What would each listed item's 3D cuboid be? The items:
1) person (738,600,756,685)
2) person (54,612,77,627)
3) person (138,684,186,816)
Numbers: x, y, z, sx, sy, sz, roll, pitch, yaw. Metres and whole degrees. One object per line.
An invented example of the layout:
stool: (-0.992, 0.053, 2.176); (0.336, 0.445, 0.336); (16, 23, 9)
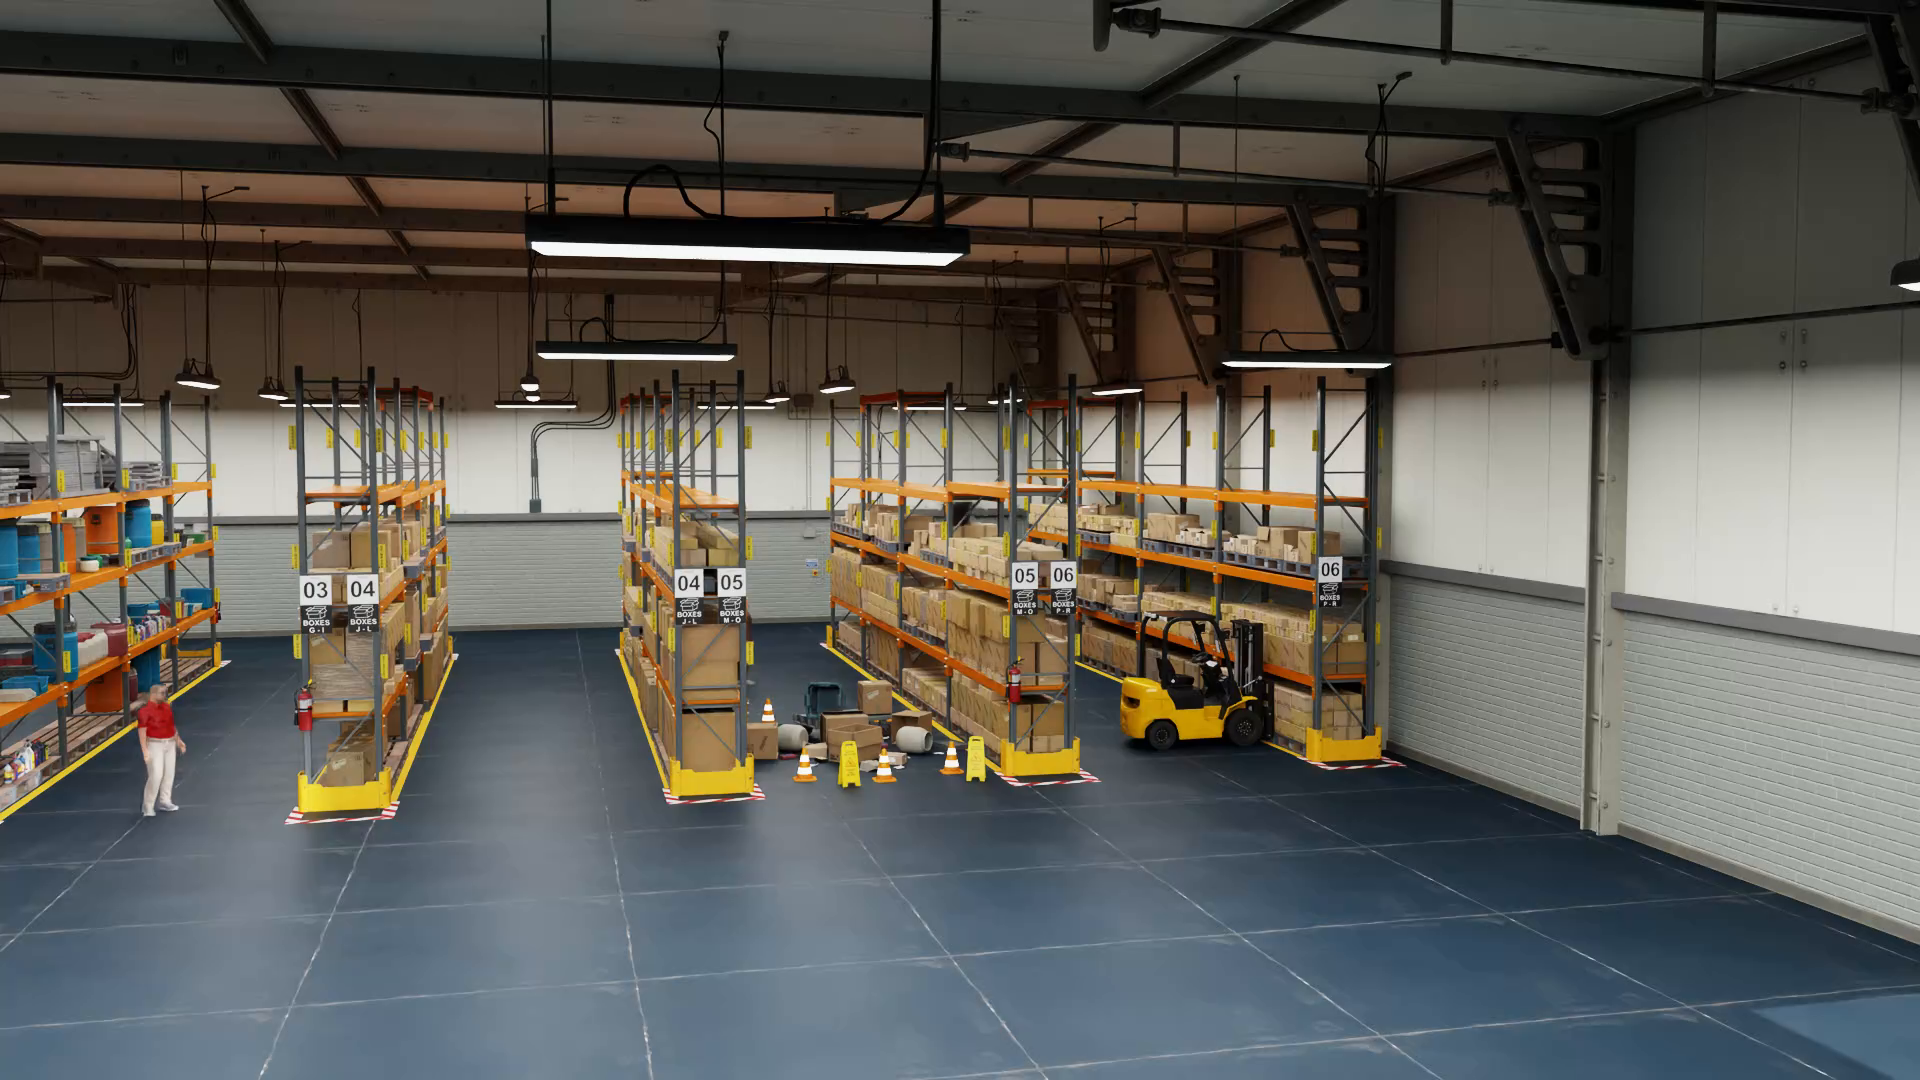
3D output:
person: (-4.467, 2.071, 34.272); (0.424, 1.800, 0.636); (-1, 4, -19)
person: (-18.864, 2.064, 35.179); (0.649, 1.671, 0.467); (0, 3, -4)
person: (-10.782, 2.845, 22.441); (0.385, 1.803, 0.621); (1, 4, 20)
